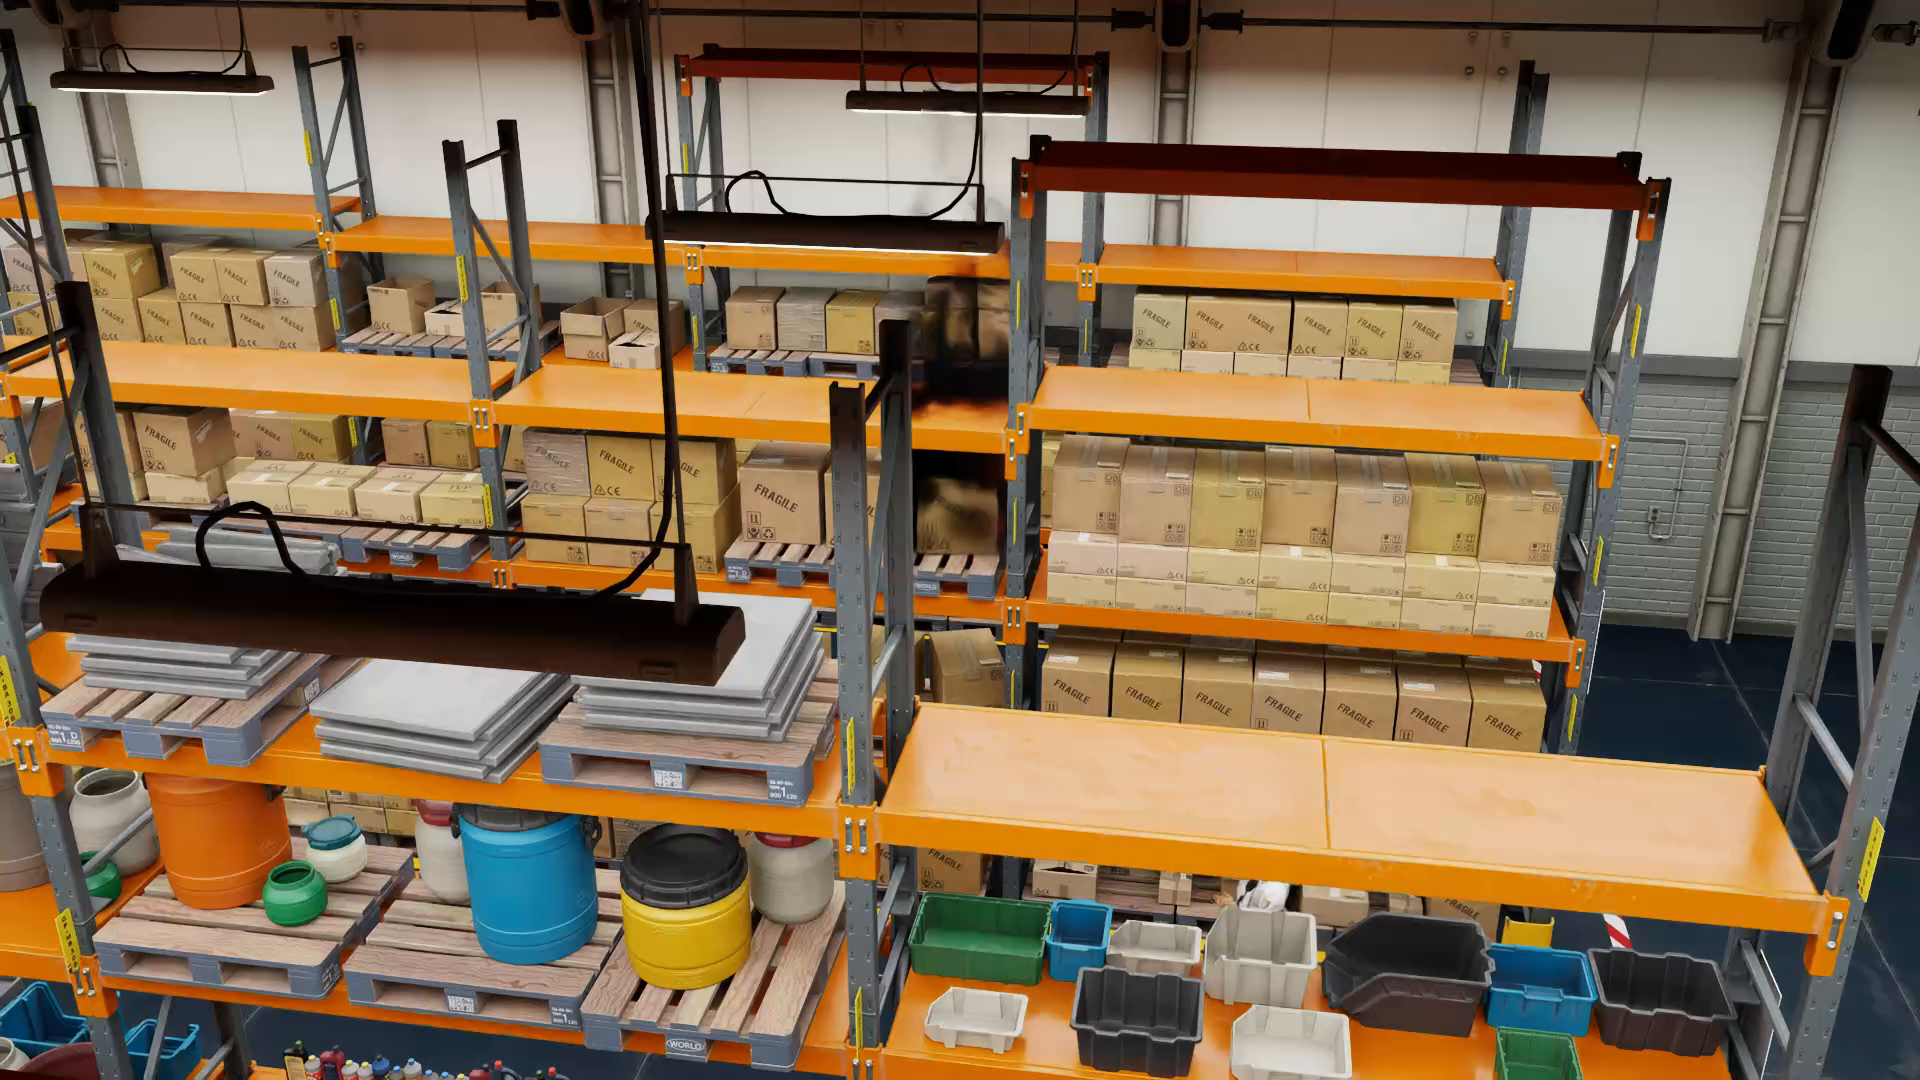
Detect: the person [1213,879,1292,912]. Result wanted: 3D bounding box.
[{"bbox_3d":[2.037,2.702,11.200,0.714,1.776,0.574,0,23,-1],"label":"person"}]
